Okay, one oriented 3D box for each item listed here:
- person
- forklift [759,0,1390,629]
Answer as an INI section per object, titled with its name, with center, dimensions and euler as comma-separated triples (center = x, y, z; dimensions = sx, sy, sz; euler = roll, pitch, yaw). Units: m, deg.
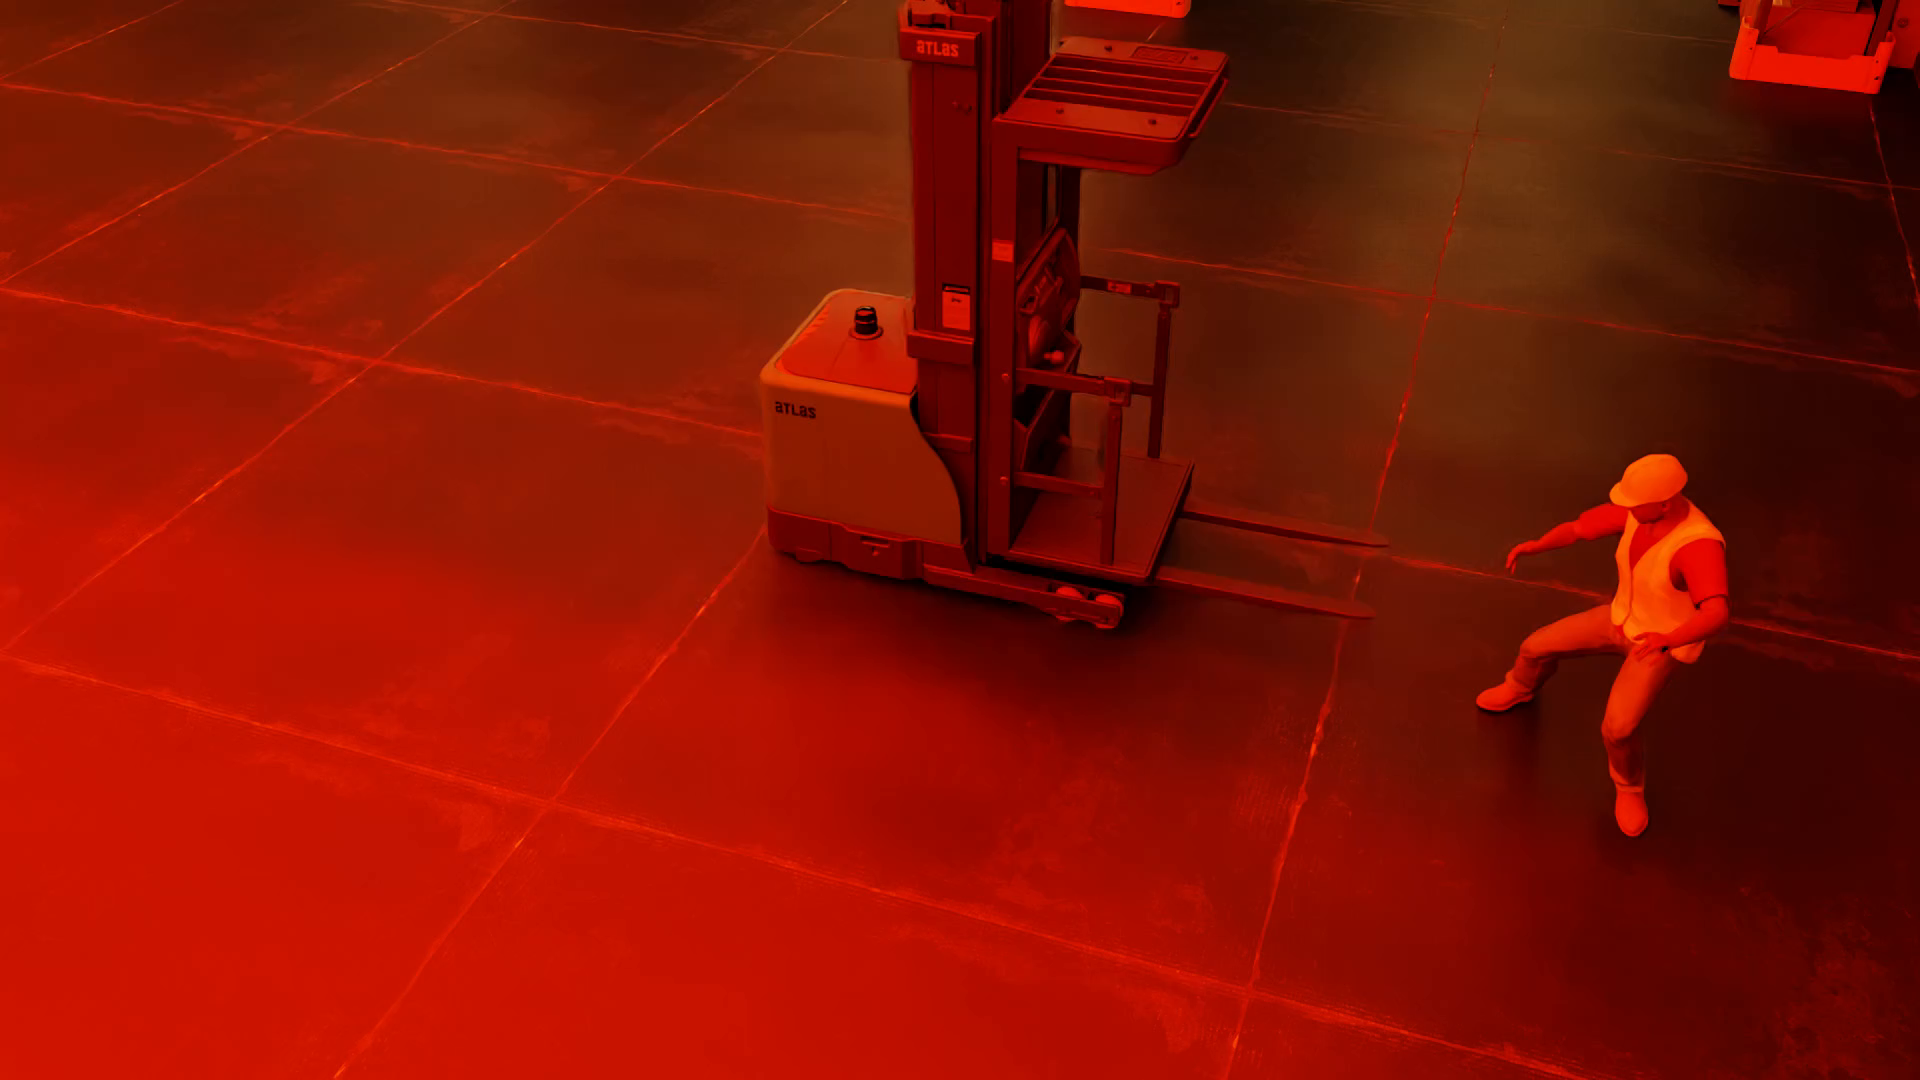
[person]
center = 2.664, 0.361, 6.813
dimensions = 0.758, 1.535, 1.062
euler = -6, 36, -9
[forklift]
center = 0.596, -1.111, 7.678
dimensions = 3.031, 2.935, 1.130
euler = 11, 37, 15
